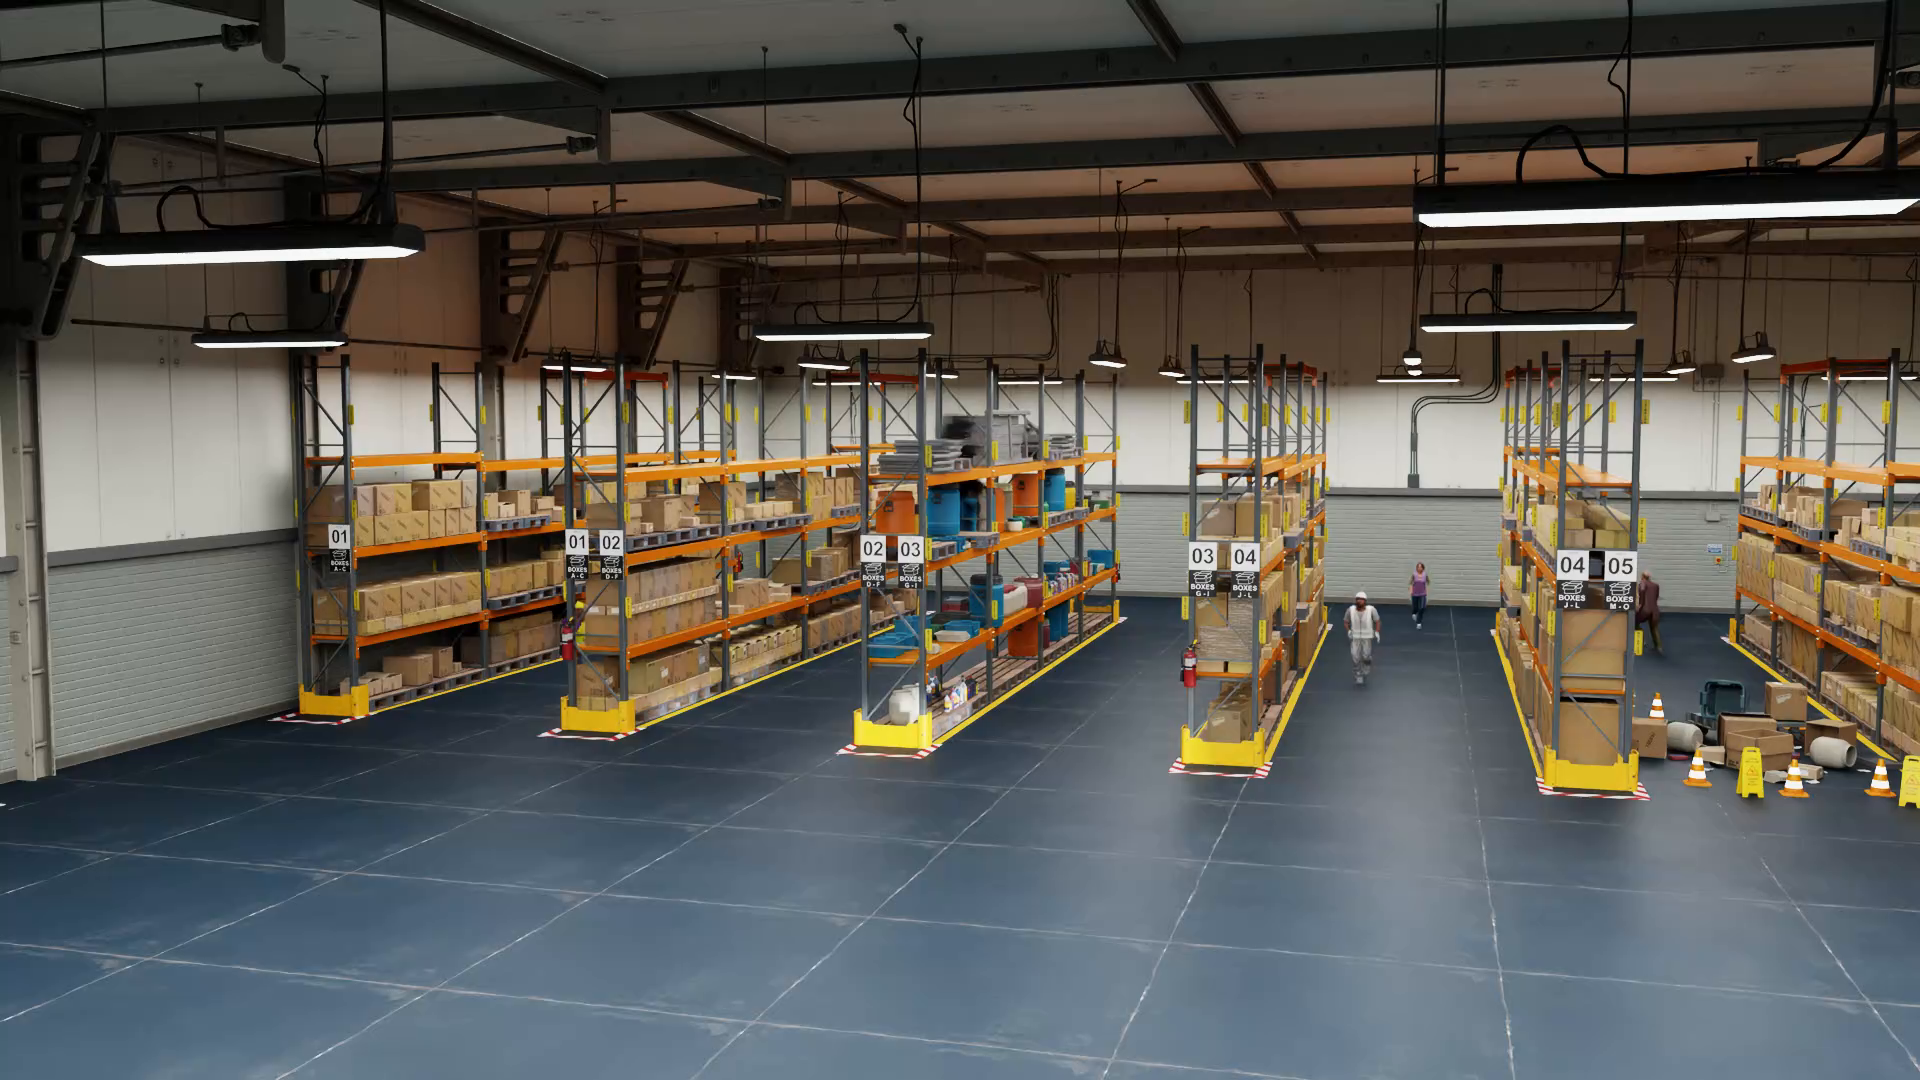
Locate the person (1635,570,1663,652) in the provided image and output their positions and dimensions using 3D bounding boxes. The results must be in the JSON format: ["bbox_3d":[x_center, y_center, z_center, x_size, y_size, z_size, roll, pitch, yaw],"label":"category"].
[{"bbox_3d":[14.528,1.510,35.096,0.625,1.722,1.011,-1,4,-7],"label":"person"}]

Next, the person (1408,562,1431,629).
[{"bbox_3d":[10.837,1.296,39.243,0.520,1.559,0.594,1,4,10],"label":"person"}]

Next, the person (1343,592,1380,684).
[{"bbox_3d":[7.481,1.819,30.990,0.673,1.724,0.630,1,4,16],"label":"person"}]

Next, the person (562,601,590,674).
[{"bbox_3d":[-6.707,1.950,29.279,0.645,1.779,0.823,0,4,-3],"label":"person"}]
